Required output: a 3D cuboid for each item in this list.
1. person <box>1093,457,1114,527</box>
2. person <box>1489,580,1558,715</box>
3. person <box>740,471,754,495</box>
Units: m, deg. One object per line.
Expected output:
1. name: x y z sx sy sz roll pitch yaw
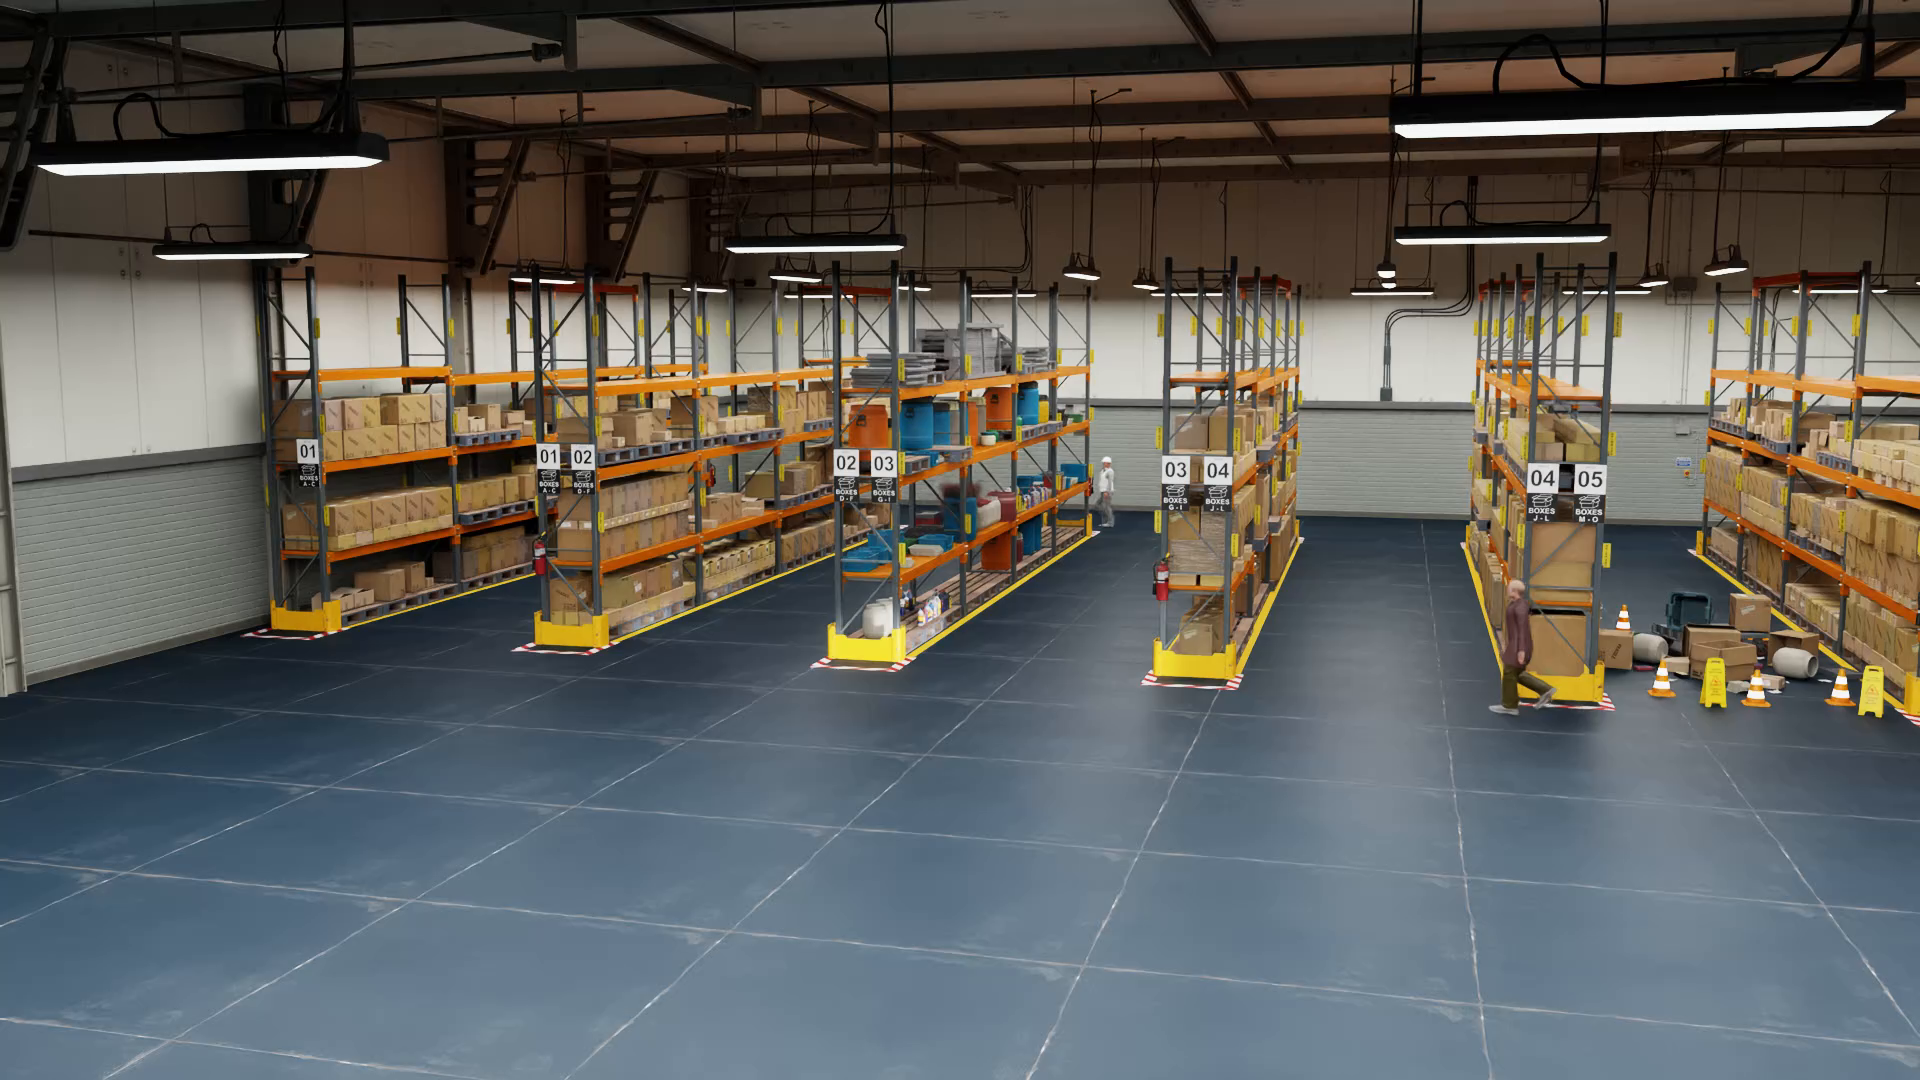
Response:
1. person: 3.644 -1.204 42.002 0.499 1.809 0.593 -1 7 -9
2. person: 7.334 1.392 21.573 0.839 1.758 0.593 3 8 19
3. person: -4.891 -0.817 39.388 0.675 1.672 0.586 3 8 23
